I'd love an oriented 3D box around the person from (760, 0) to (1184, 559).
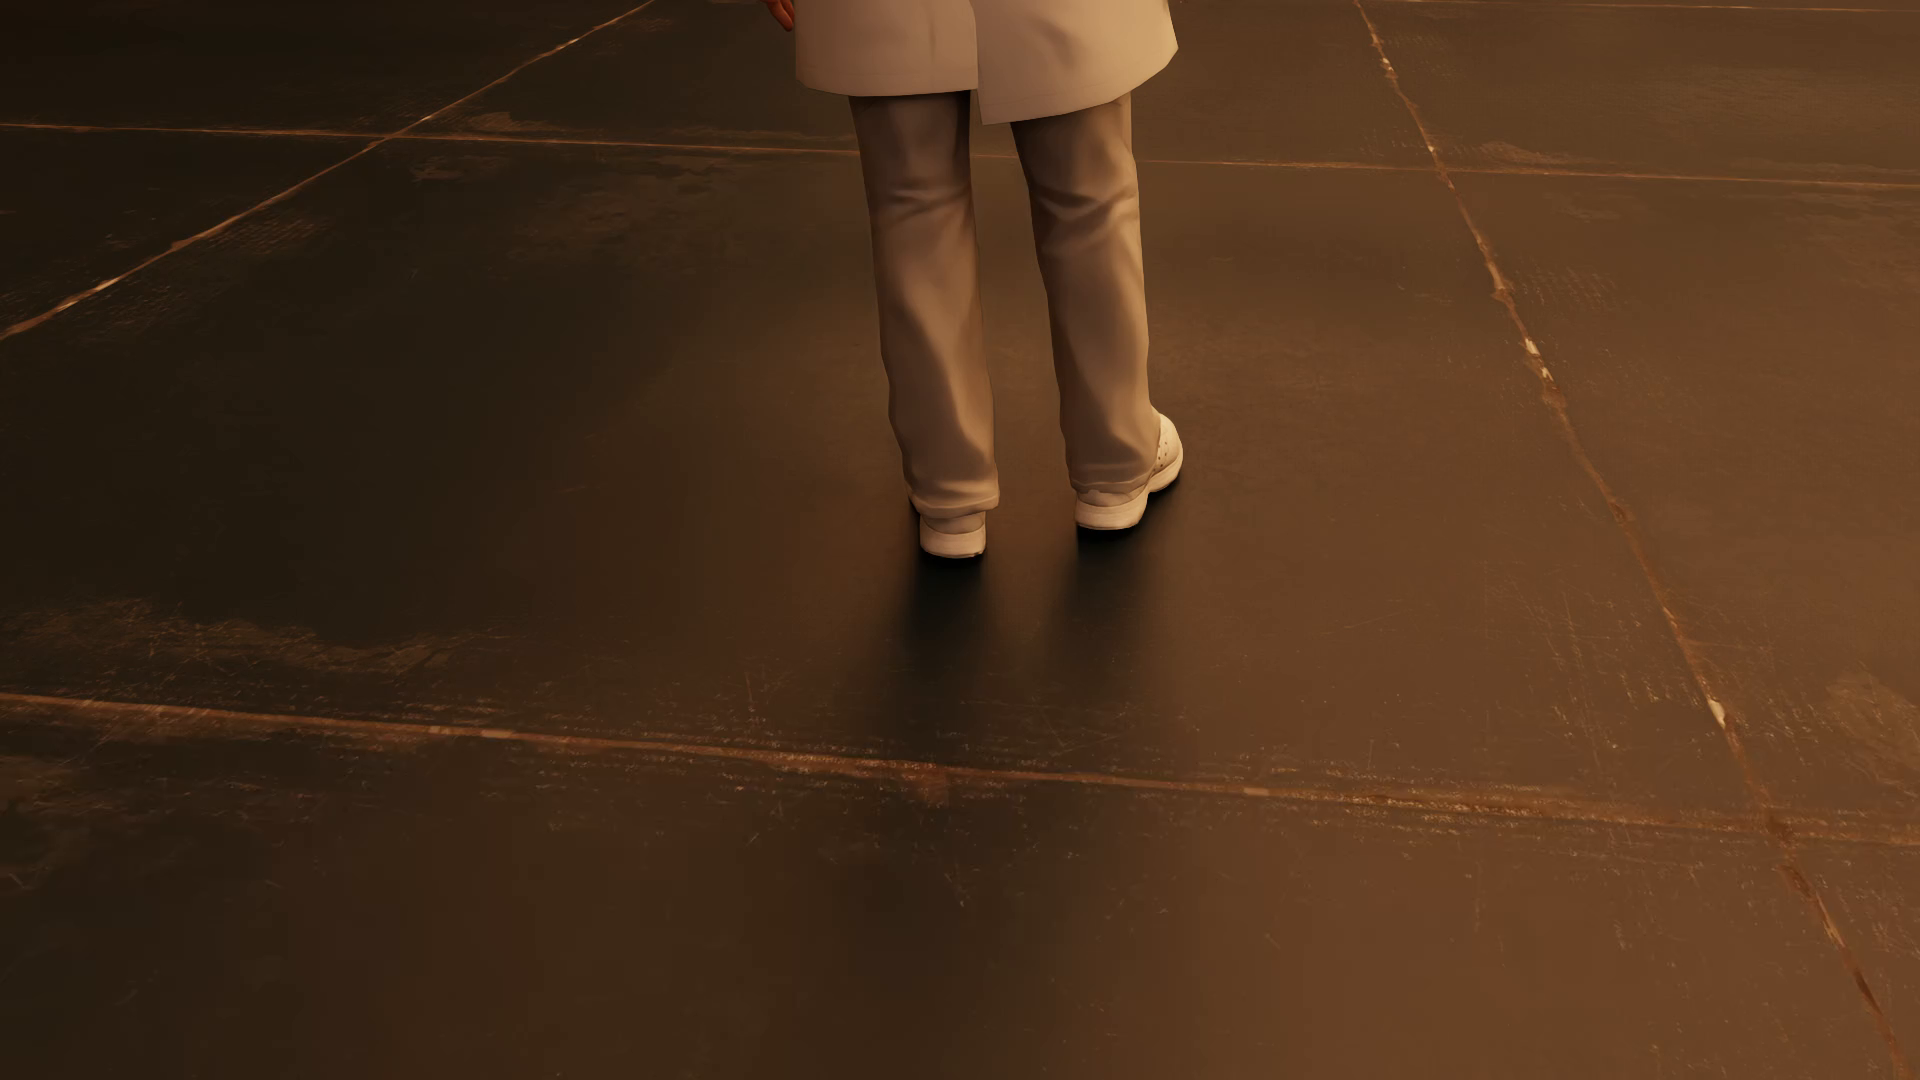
[{"bbox_3d":[0.017,-0.842,2.179,0.696,1.776,0.581,3,27,7],"label":"person"}]
